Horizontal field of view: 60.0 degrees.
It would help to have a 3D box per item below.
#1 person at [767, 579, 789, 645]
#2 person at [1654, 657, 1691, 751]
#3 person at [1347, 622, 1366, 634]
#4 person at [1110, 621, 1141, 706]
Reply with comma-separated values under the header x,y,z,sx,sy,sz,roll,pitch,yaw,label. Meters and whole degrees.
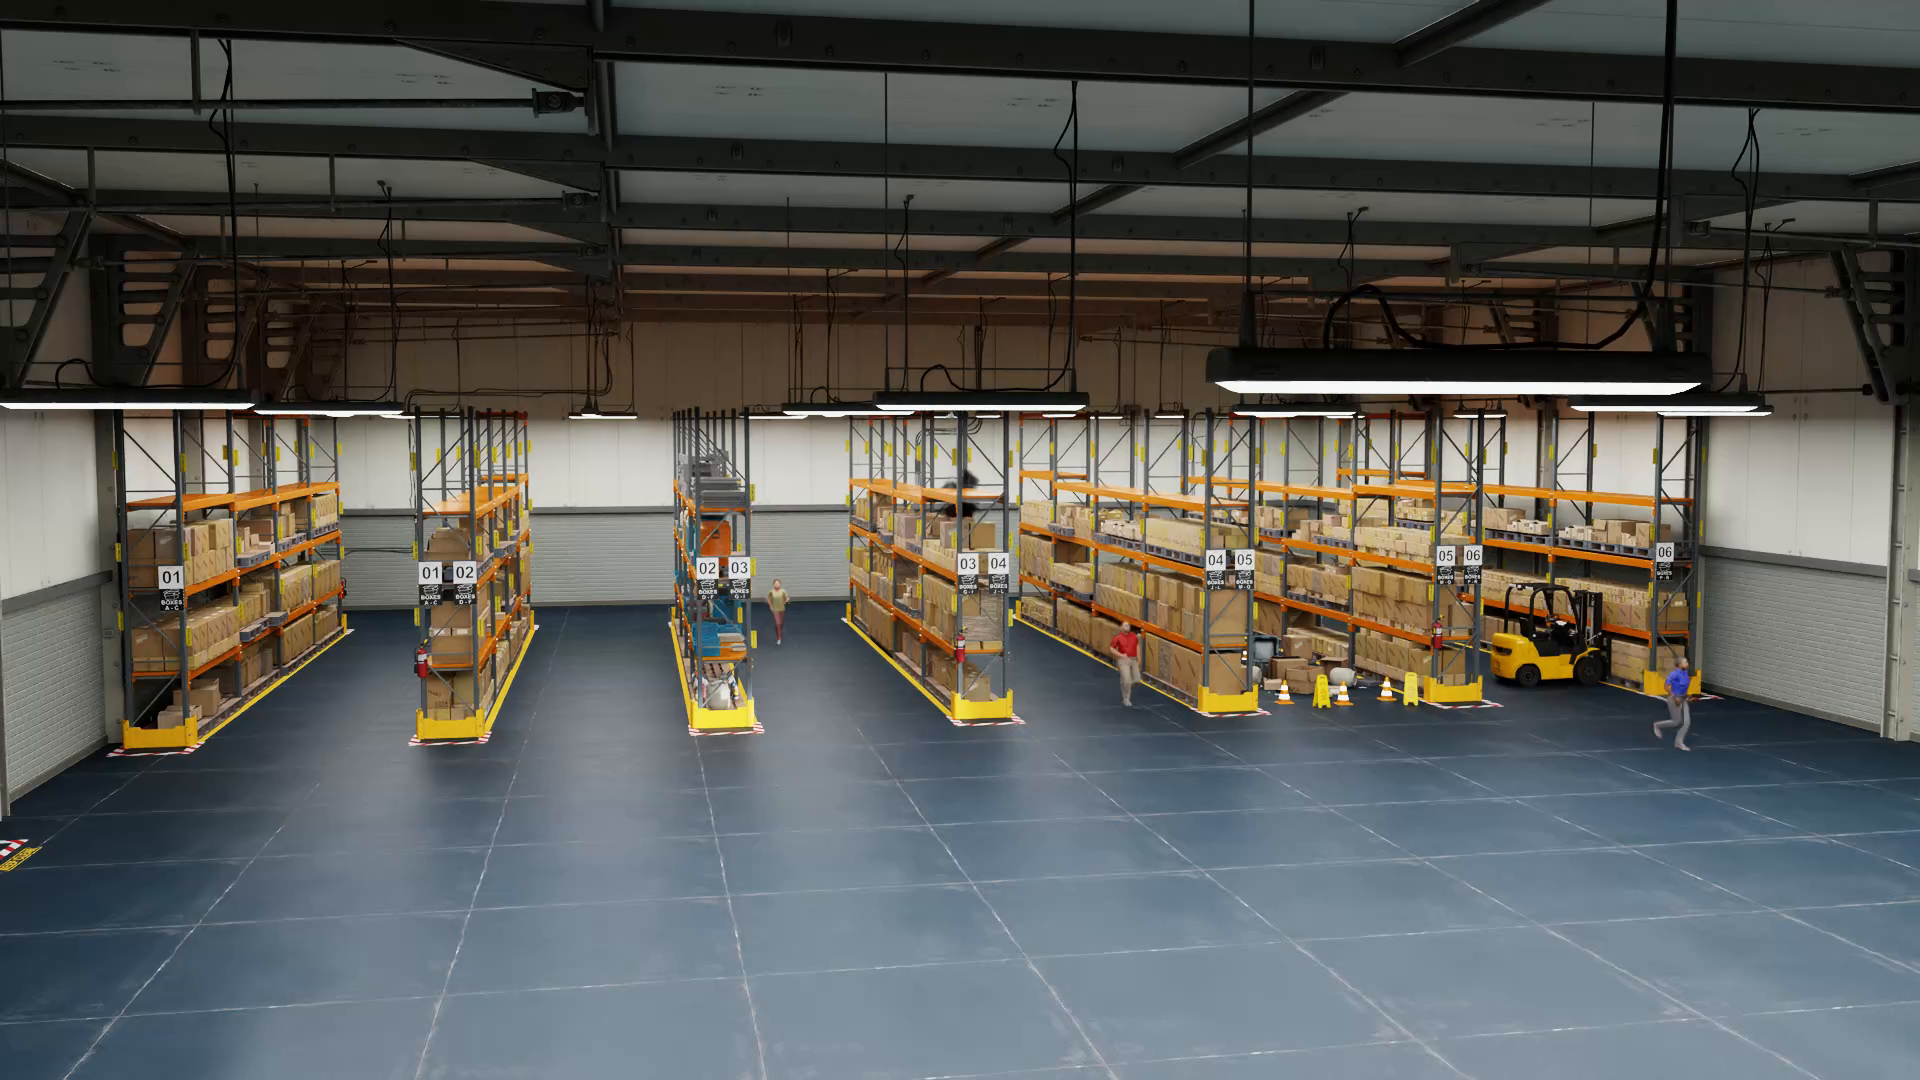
x,y,z,sx,sy,sz,roll,pitch,yaw,label
-4.704,1.845,43.040,0.572,1.666,0.802,-1,4,-12,person
12.585,2.849,29.254,0.598,1.628,0.689,-3,5,-36,person
10.342,1.873,43.371,0.517,1.584,0.983,-1,4,-12,person
3.340,2.469,33.342,0.709,1.686,0.582,-2,5,-28,person
